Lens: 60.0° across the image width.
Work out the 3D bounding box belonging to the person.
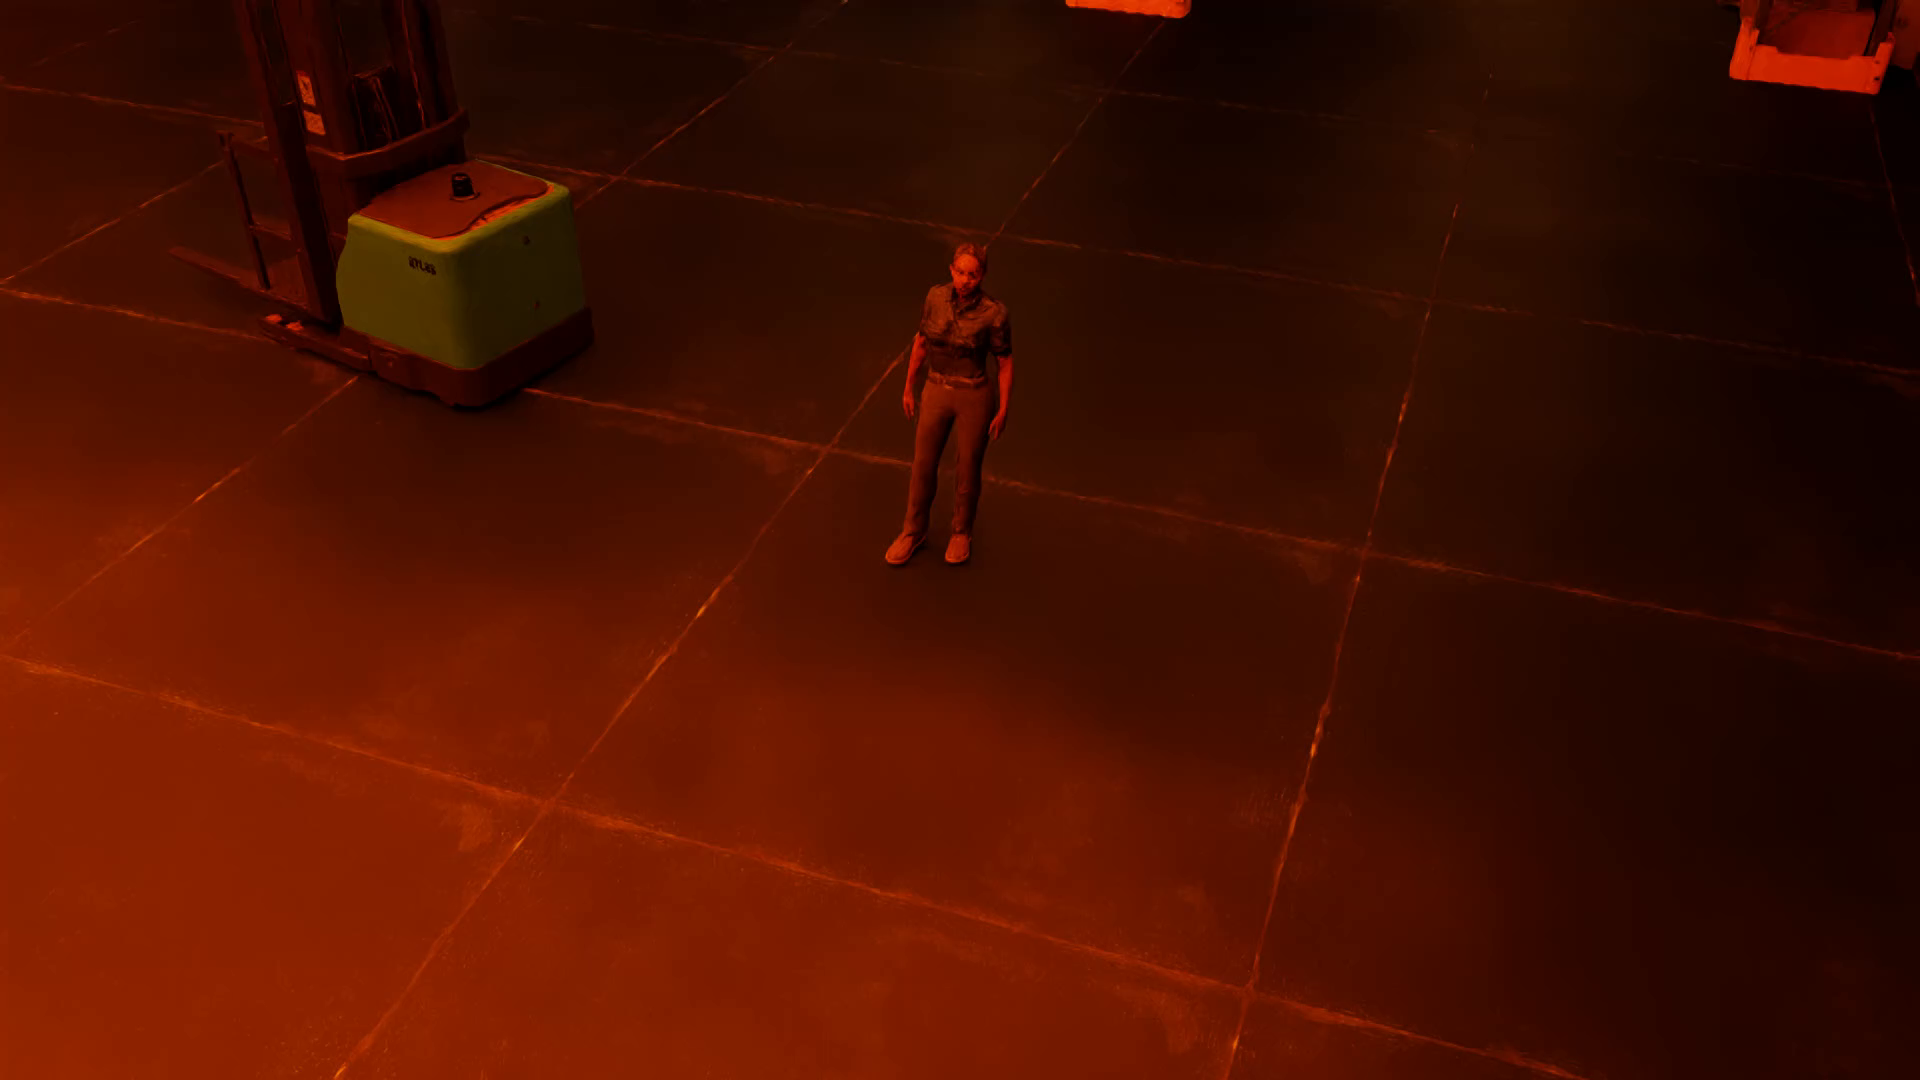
[{"bbox_3d":[-0.048,-0.637,8.100,0.570,1.654,0.503,12,37,16],"label":"person"}]

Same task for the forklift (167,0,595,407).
[{"bbox_3d":[-3.775,-2.614,9.798,3.031,2.935,1.130,20,40,26],"label":"forklift"}]
